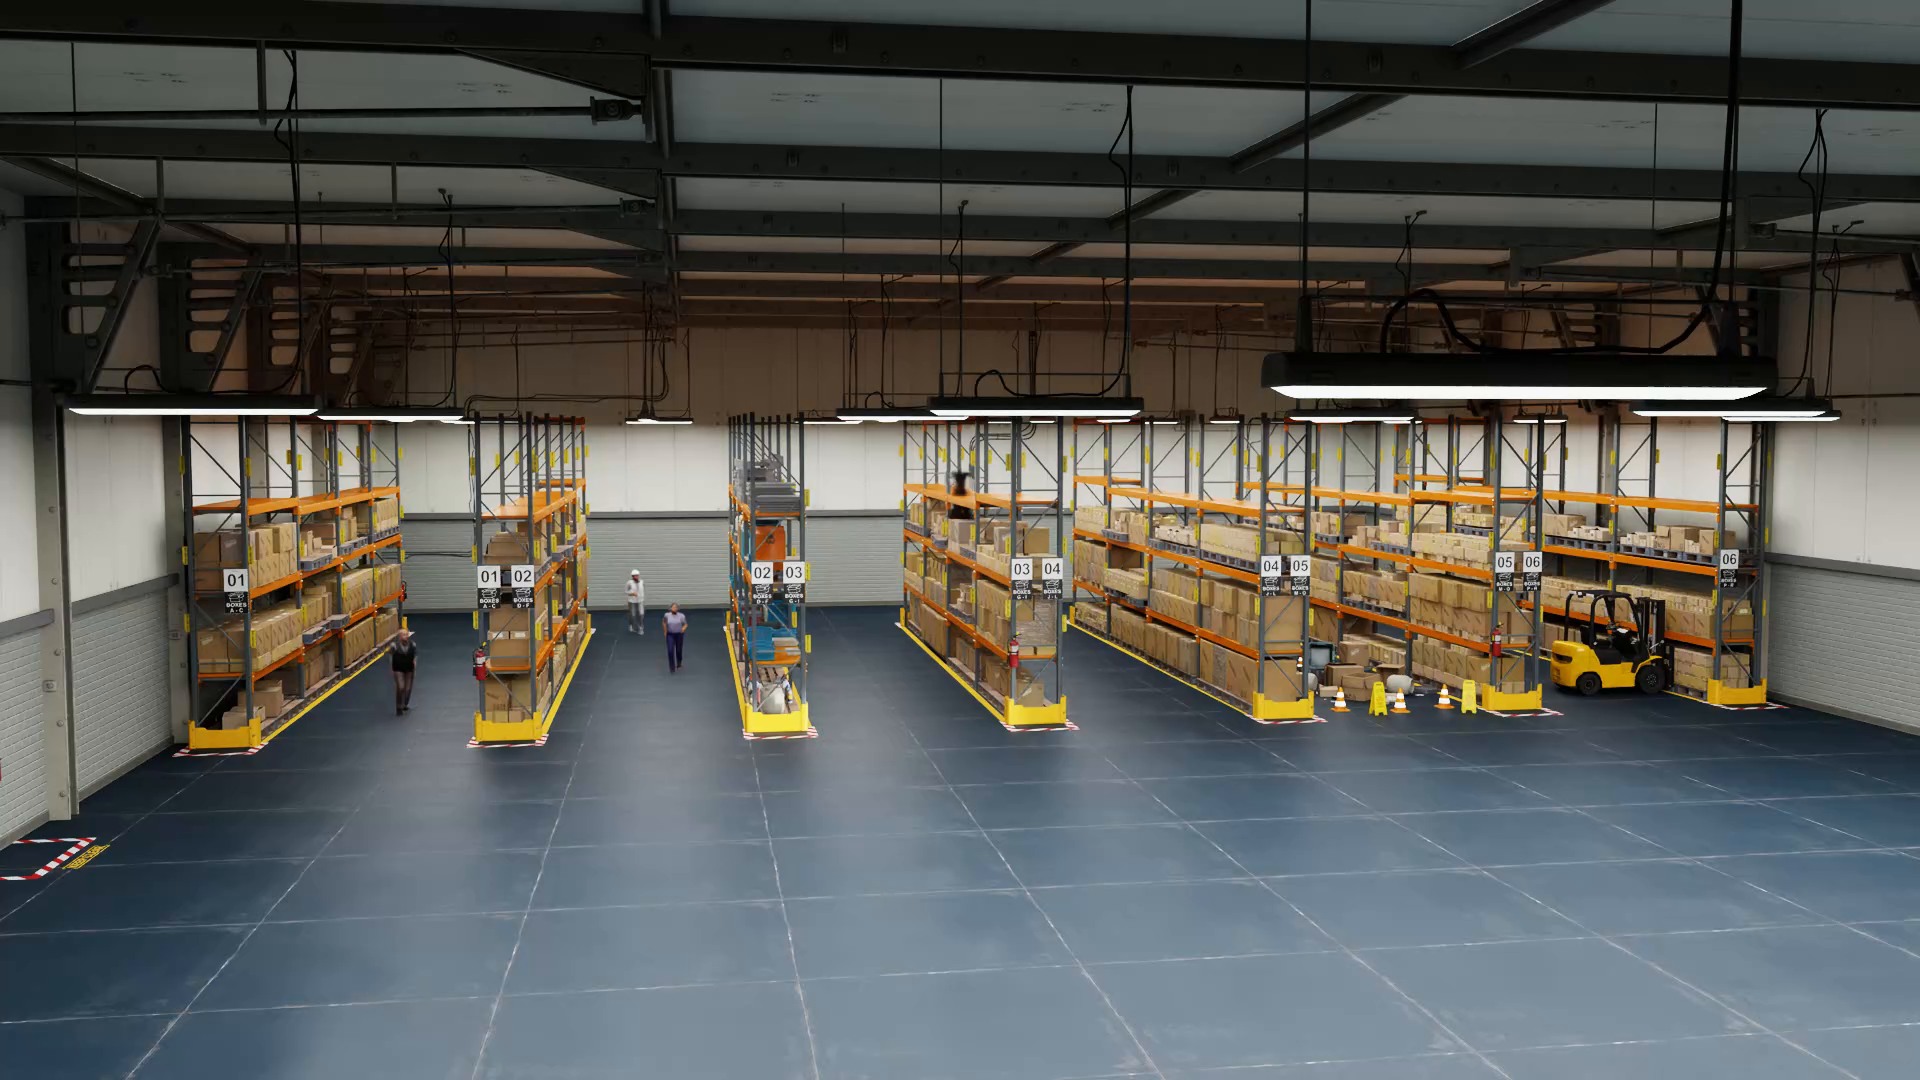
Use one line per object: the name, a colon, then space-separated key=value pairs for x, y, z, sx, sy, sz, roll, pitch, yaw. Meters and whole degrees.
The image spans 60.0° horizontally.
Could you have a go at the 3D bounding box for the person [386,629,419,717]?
person: x=-11.051 y=2.644 z=33.046 sx=0.585 sy=1.756 sz=0.824 roll=-3 pitch=5 yaw=-34

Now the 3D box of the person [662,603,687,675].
person: x=-6.660 y=2.282 z=38.838 sx=0.582 sy=1.640 sz=0.913 roll=-1 pitch=4 yaw=-11

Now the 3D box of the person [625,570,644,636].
person: x=-8.975 y=1.715 z=45.924 sx=0.620 sy=1.806 sz=0.903 roll=-2 pitch=4 yaw=-27
